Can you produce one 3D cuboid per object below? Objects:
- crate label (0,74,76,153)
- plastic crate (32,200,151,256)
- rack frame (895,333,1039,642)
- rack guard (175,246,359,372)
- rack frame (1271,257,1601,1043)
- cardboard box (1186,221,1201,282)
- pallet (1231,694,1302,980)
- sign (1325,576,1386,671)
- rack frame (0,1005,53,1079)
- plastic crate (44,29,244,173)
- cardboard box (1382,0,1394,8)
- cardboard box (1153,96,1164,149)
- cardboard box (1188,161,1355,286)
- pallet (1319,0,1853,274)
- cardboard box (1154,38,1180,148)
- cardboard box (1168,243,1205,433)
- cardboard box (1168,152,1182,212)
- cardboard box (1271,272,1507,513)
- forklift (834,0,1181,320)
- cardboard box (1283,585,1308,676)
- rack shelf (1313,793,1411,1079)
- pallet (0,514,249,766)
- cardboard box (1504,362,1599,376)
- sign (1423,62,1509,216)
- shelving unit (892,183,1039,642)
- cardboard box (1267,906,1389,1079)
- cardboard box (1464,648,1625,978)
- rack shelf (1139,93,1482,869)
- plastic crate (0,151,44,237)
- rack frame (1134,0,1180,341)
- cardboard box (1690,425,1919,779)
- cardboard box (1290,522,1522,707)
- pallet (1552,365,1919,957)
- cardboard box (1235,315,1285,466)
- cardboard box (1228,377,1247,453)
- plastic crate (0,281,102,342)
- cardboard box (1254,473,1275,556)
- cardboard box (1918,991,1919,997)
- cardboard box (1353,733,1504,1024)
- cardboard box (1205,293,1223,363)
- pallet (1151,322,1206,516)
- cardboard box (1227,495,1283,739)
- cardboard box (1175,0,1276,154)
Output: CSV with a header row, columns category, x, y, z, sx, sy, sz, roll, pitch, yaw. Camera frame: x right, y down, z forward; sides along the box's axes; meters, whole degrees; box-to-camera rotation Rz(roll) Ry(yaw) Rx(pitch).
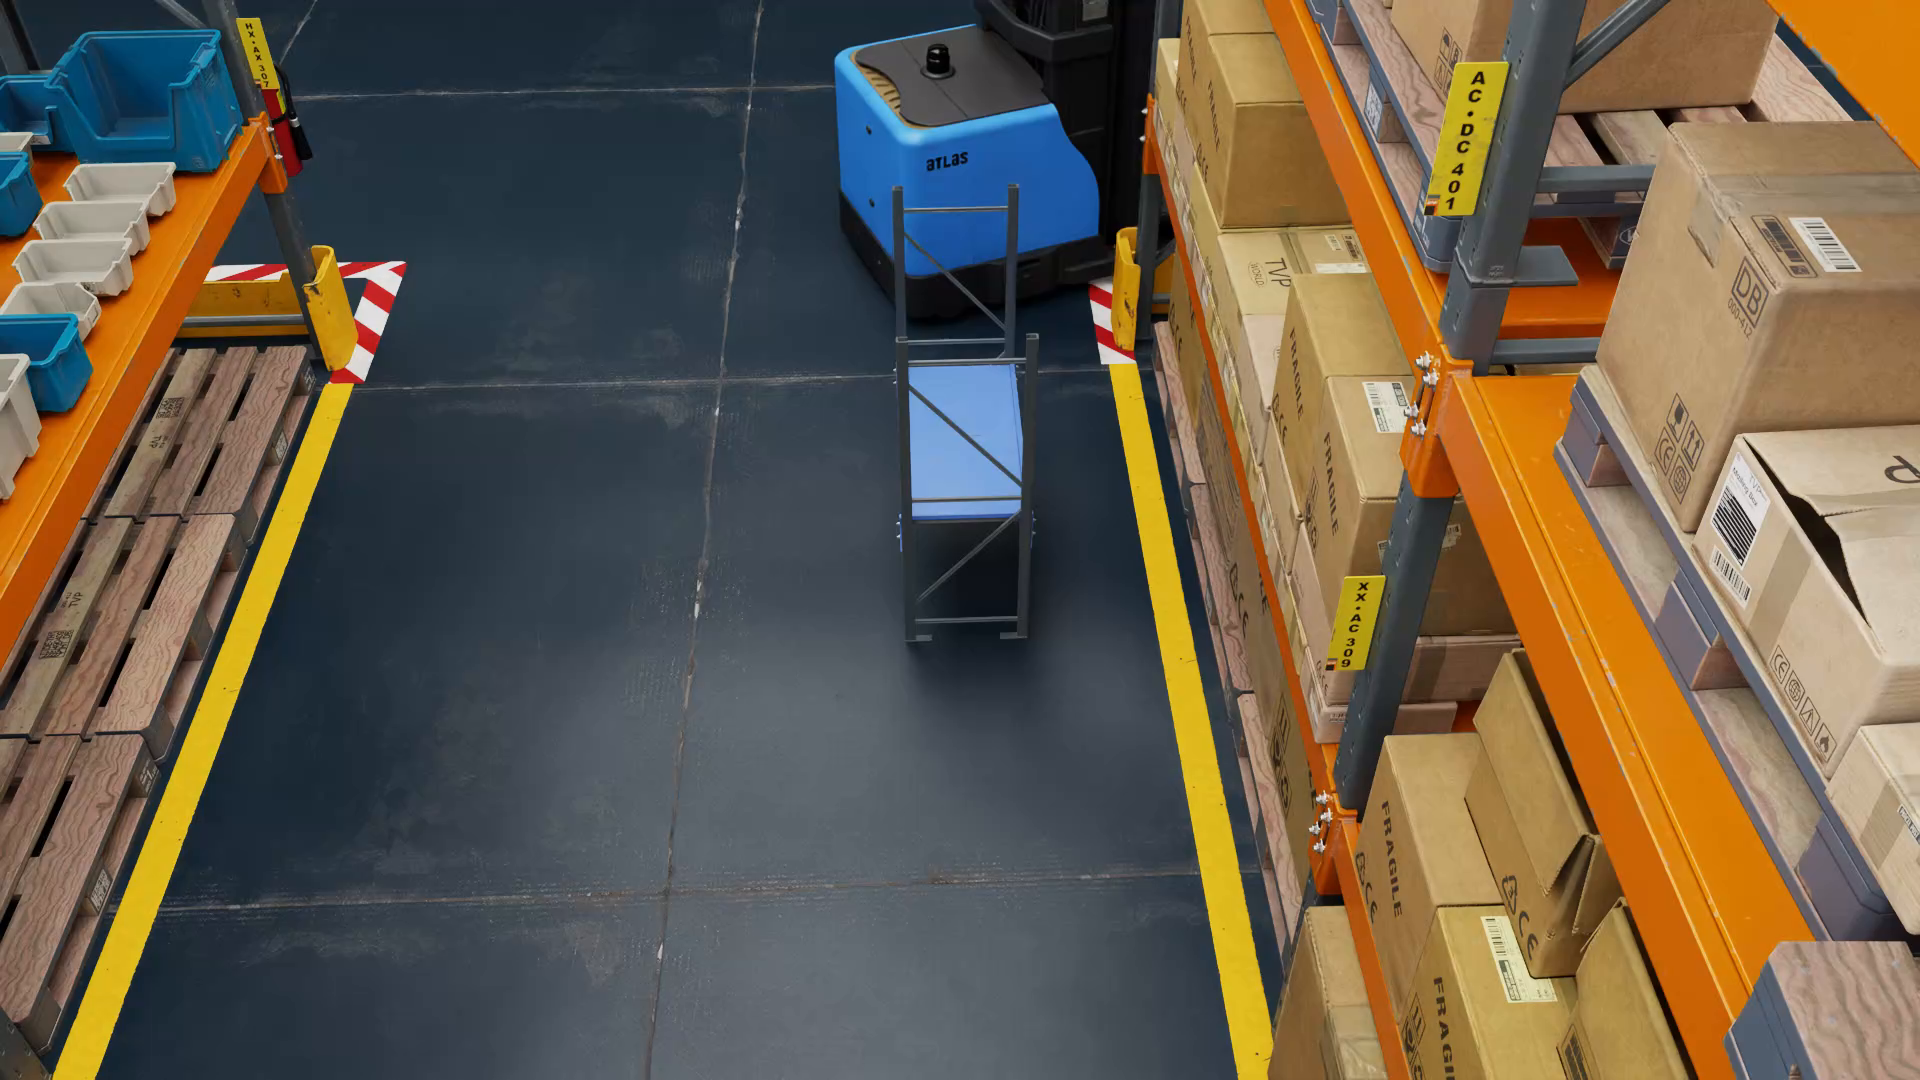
category,x,y,z,sx,sy,sz,roll,pitch,yaw
crate label,-3.909,-1.803,7.076,0.416,0.233,0.303,-2,43,-2
plastic crate,-3.377,-1.202,6.492,0.396,0.136,0.243,-2,43,-2
rack frame,0.025,-0.152,6.306,0.500,1.500,0.032,-2,43,-2
rack guard,-3.604,-1.113,8.094,1.175,0.500,0.348,-2,43,-2
rack frame,1.528,0.540,4.441,1.000,3.000,0.127,-2,43,-2
cardboard box,1.089,-1.125,6.444,0.380,0.149,0.250,-2,43,-3
pallet,1.574,1.052,5.946,1.003,0.211,1.213,-2,43,-2
sign,0.974,0.208,4.104,0.100,0.325,0.005,-2,43,-2
rack frame,-3.421,0.682,4.286,1.000,3.000,0.127,-2,43,-2
plastic crate,-3.390,-1.833,6.959,0.616,0.435,0.499,-2,43,-2
cardboard box,1.416,-1.684,4.189,0.700,0.500,0.500,0,43,0
cardboard box,1.043,-1.819,7.200,0.380,0.149,0.250,-1,43,-1
cardboard box,1.155,-1.193,6.223,0.500,0.250,0.500,-3,43,-3
pallet,1.504,-1.086,4.061,1.003,0.211,1.213,-2,43,-2
cardboard box,1.109,-1.883,6.976,0.500,0.250,0.500,-3,43,-3
cardboard box,1.465,-1.102,7.495,0.875,0.875,0.875,-2,43,-2
cardboard box,1.067,-1.473,6.823,0.380,0.149,0.250,-3,43,-3
cardboard box,1.224,-0.432,4.837,0.500,0.500,0.500,-1,43,-1
forklift,0.919,-2.846,8.186,3.031,2.935,1.130,-16,45,-17
cardboard box,1.177,0.262,4.930,0.380,0.149,0.250,-1,43,-1
rack shelf,1.613,2.155,3.211,1.077,0.370,4.000,-2,43,-2
pallet,-3.545,0.389,6.670,1.003,0.211,1.213,-2,43,-2
cardboard box,1.750,-0.454,4.862,0.500,0.500,0.500,-2,43,-2
sign,0.974,-0.769,3.208,0.100,0.325,0.005,-2,43,-2
shelving unit,0.004,-0.495,6.680,0.538,1.500,1.048,-2,43,-2
cardboard box,1.575,1.600,4.547,1.225,0.875,0.875,-2,43,-2
cardboard box,1.563,0.564,3.598,0.797,0.503,0.637,-3,43,-3
rack shelf,1.443,-0.545,6.157,1.077,0.370,4.000,-2,43,-2
plastic crate,-3.881,-1.358,6.592,0.416,0.233,0.300,-2,43,-2
rack frame,1.358,-2.161,7.387,1.000,3.000,0.127,-2,43,-2
cardboard box,1.485,0.055,2.505,0.500,0.311,0.500,-3,43,-3
cardboard box,1.247,0.195,4.708,0.500,0.250,0.500,-2,43,-3
pallet,1.616,0.122,2.819,0.805,0.209,1.217,-3,43,-4
cardboard box,1.201,-0.499,5.465,0.500,0.250,0.500,-1,43,-1
cardboard box,1.133,-0.432,5.687,0.380,0.149,0.250,-2,43,-2
plastic crate,-3.310,-0.815,6.070,0.298,0.136,0.250,-2,43,-2
cardboard box,1.155,-0.085,5.309,0.380,0.149,0.250,-1,43,-1
cardboard box,1.590,0.563,1.809,0.797,0.503,0.637,-2,43,-2
cardboard box,1.298,0.821,4.061,0.500,0.500,0.500,-2,43,-2
cardboard box,1.110,-0.781,6.068,0.380,0.149,0.250,-3,43,-3
pallet,1.470,-0.595,7.743,1.003,0.211,1.213,-2,43,-2
cardboard box,1.542,0.113,6.169,0.875,0.875,0.875,-2,43,-2
cardboard box,1.130,-1.822,6.354,0.500,0.500,0.500,-3,43,-3
